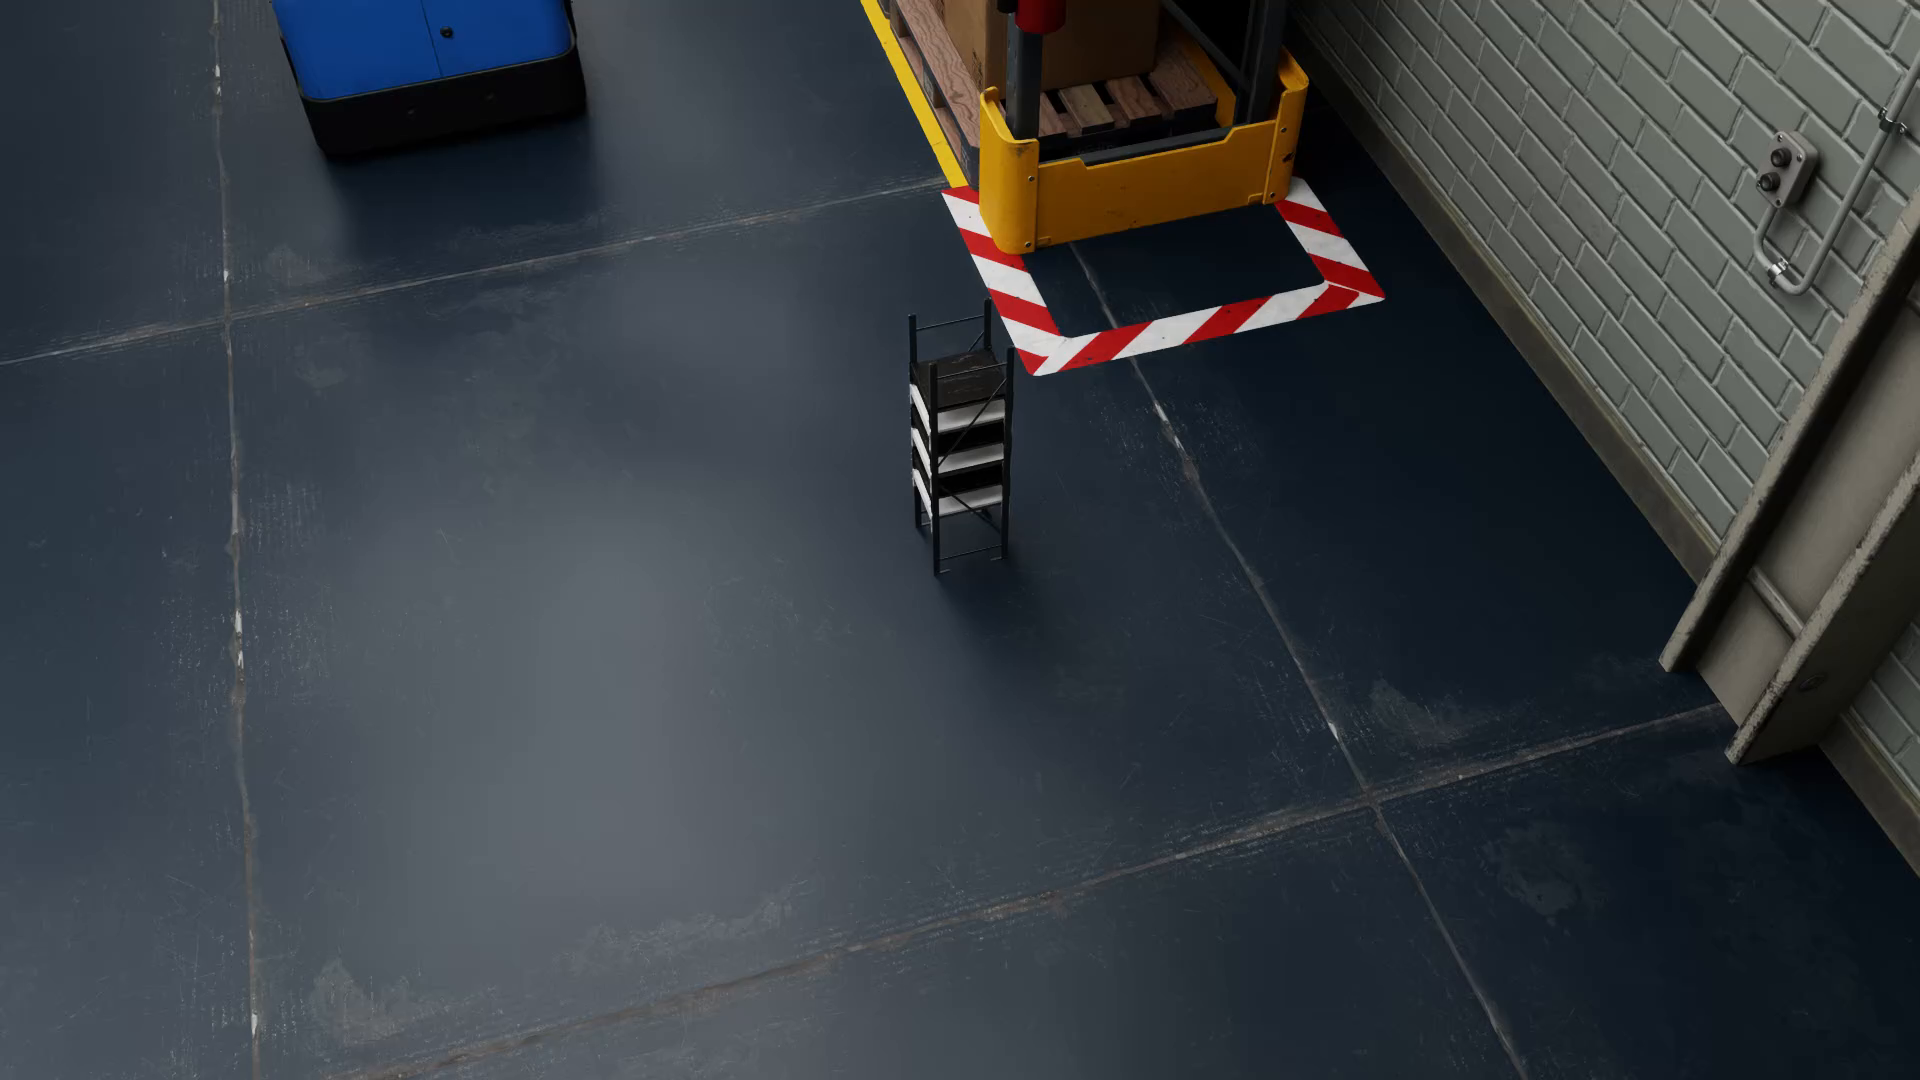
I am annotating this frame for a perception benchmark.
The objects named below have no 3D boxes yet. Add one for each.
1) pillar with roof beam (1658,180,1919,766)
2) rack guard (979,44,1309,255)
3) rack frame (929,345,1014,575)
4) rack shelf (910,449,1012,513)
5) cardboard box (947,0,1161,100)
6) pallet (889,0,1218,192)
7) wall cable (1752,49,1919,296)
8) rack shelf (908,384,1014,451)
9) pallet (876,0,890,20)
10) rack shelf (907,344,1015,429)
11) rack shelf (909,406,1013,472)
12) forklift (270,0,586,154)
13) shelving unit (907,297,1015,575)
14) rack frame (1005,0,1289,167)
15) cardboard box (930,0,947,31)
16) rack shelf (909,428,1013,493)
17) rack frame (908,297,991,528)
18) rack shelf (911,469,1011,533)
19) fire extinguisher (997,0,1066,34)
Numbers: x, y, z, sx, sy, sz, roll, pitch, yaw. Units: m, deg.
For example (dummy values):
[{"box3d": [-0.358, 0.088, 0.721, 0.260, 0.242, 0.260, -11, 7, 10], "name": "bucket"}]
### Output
[{"box3d": [-1.830, -1.465, 0.599, 9.100, 9.000, 0.400, -13, 51, -11], "name": "pillar with roof beam"}, {"box3d": [0.665, -1.457, 6.152, 1.175, 0.500, 0.348, -13, 51, -11], "name": "rack guard"}, {"box3d": [0.032, -0.210, 4.838, 0.240, 0.900, 0.006, -13, 51, -11], "name": "rack frame"}, {"box3d": [0.002, -0.205, 4.995, 0.258, 0.077, 0.200, -13, 51, -11], "name": "rack shelf"}, {"box3d": [0.355, -2.099, 6.418, 0.700, 0.500, 0.500, -13, 51, -11], "name": "cardboard box"}, {"box3d": [0.346, -1.948, 6.754, 1.003, 0.211, 1.213, -13, 51, -11], "name": "pallet"}, {"box3d": [1.940, -1.887, 4.214, 0.084, 1.984, 1.851, -13, 51, -11], "name": "wall cable"}, {"box3d": [0.002, -0.379, 4.789, 0.258, 0.077, 0.200, -13, 51, -11], "name": "rack shelf"}, {"box3d": [-0.011, -2.838, 7.504, 1.003, 0.211, 1.213, -13, 51, -11], "name": "pallet"}, {"box3d": [0.002, -0.437, 4.720, 0.258, 0.077, 0.200, -13, 51, -11], "name": "rack shelf"}, {"box3d": [0.002, -0.321, 4.858, 0.258, 0.077, 0.200, -13, 51, -11], "name": "rack shelf"}, {"box3d": [-2.458, -3.587, 6.357, 1.130, 2.935, 3.031, -15, 51, -12], "name": "forklift"}, {"box3d": [0.002, -0.284, 4.901, 0.258, 0.900, 0.210, -13, 51, -11], "name": "shelving unit"}, {"box3d": [0.658, -2.281, 5.211, 1.000, 3.000, 0.127, -13, 51, -11], "name": "rack frame"}, {"box3d": [0.207, -2.464, 6.726, 0.700, 0.500, 0.500, -13, 51, -11], "name": "cardboard box"}, {"box3d": [0.002, -0.263, 4.926, 0.258, 0.077, 0.200, -13, 51, -11], "name": "rack shelf"}, {"box3d": [-0.028, -0.358, 4.964, 0.240, 0.900, 0.006, -13, 51, -11], "name": "rack frame"}, {"box3d": [0.002, -0.147, 5.064, 0.258, 0.077, 0.200, -13, 51, -11], "name": "rack shelf"}, {"box3d": [0.261, -1.921, 5.202, 0.296, 0.674, 0.183, -13, 51, -11], "name": "fire extinguisher"}]
